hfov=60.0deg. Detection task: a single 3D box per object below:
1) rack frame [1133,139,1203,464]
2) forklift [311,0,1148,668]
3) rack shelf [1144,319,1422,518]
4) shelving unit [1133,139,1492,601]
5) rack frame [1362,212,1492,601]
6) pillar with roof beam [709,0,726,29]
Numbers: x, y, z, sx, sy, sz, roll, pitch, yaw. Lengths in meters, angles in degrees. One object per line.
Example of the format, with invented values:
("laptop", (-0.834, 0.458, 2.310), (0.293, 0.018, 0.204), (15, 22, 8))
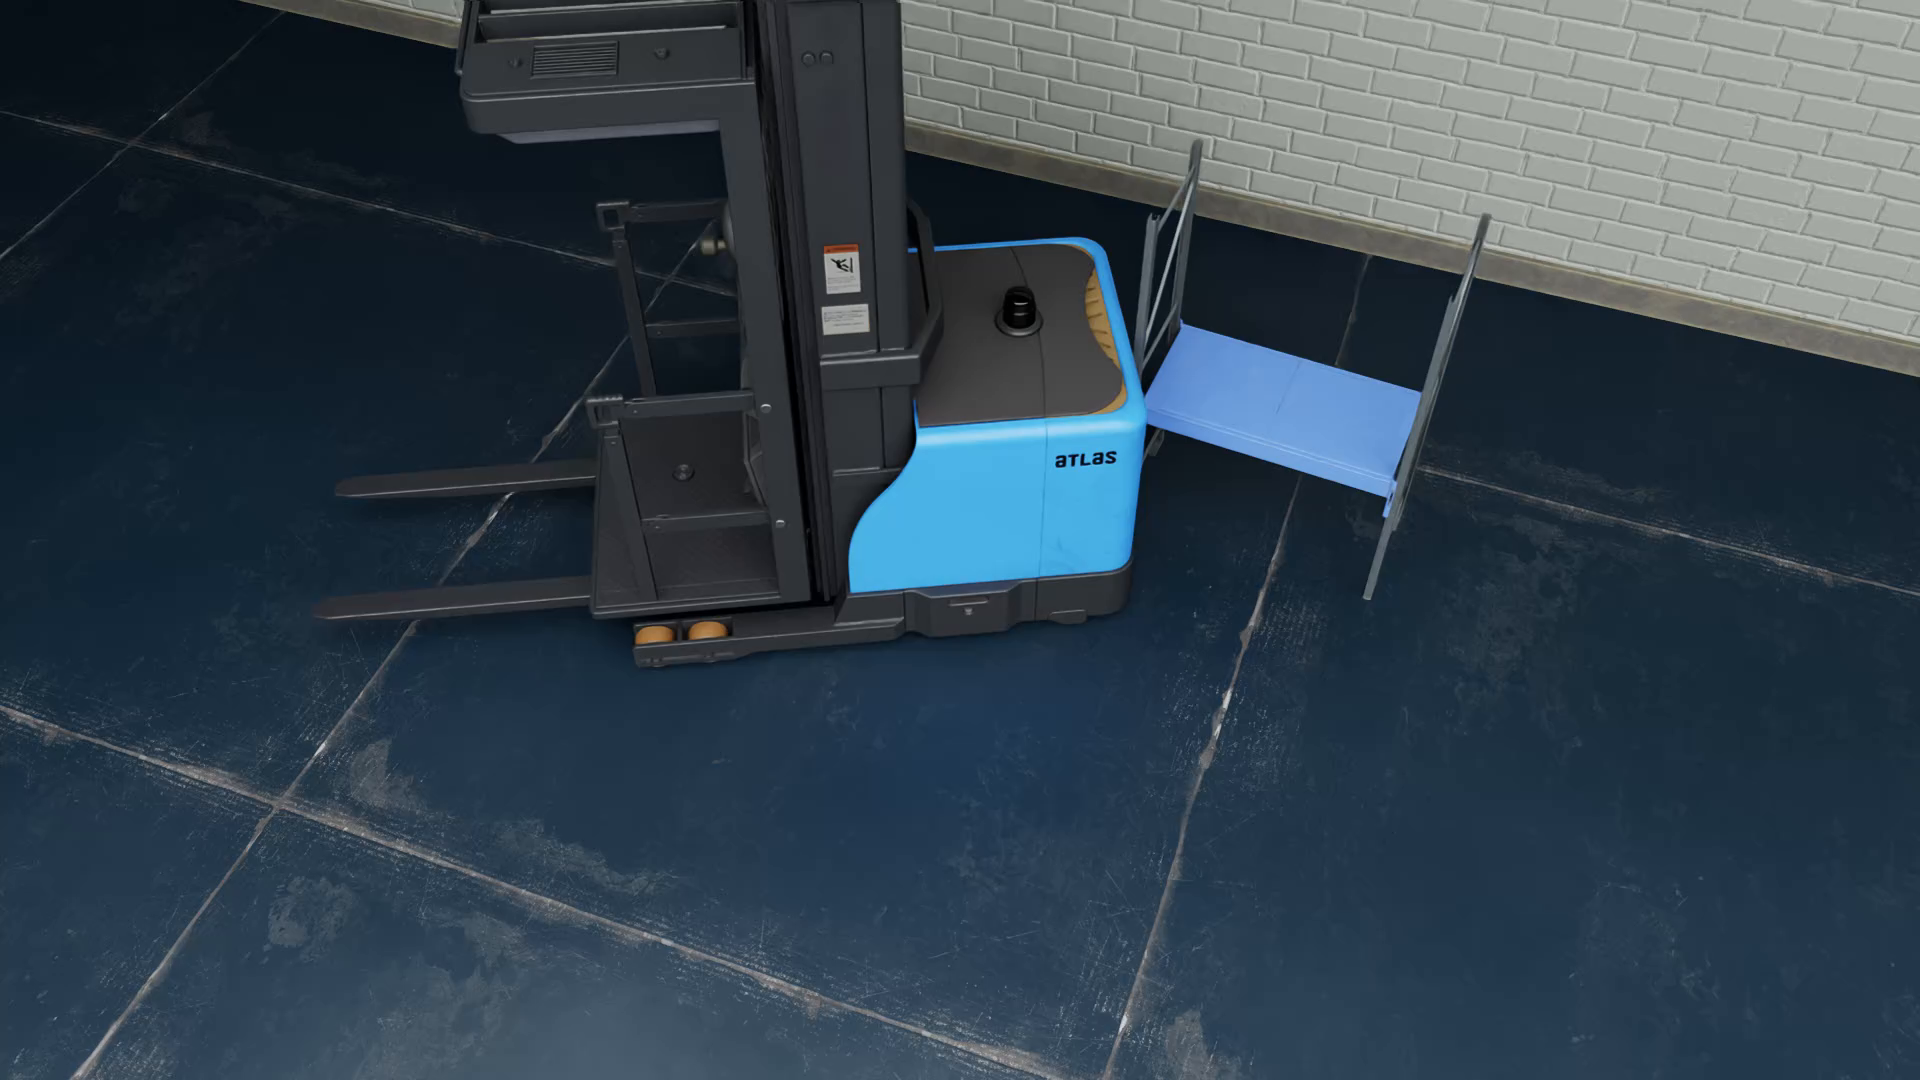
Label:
("rack frame", (0.741, -0.747, 6.271), (0.032, 1.500, 0.500), (19, 52, 16))
("forklift", (-0.904, -0.910, 5.466), (3.031, 2.935, 1.130), (-5, 49, -4))
("rack shelf", (1.205, -0.472, 6.271), (1.000, 0.185, 0.538), (19, 52, 16))
("shelving unit", (1.205, -0.590, 6.135), (1.048, 1.500, 0.538), (19, 52, 16))
("rack frame", (1.669, -0.433, 5.999), (0.032, 1.500, 0.500), (19, 52, 16))
("pillar with roof beam", (-2.423, -1.934, 2.337), (0.400, 9.000, 9.100), (16, 51, 13))
